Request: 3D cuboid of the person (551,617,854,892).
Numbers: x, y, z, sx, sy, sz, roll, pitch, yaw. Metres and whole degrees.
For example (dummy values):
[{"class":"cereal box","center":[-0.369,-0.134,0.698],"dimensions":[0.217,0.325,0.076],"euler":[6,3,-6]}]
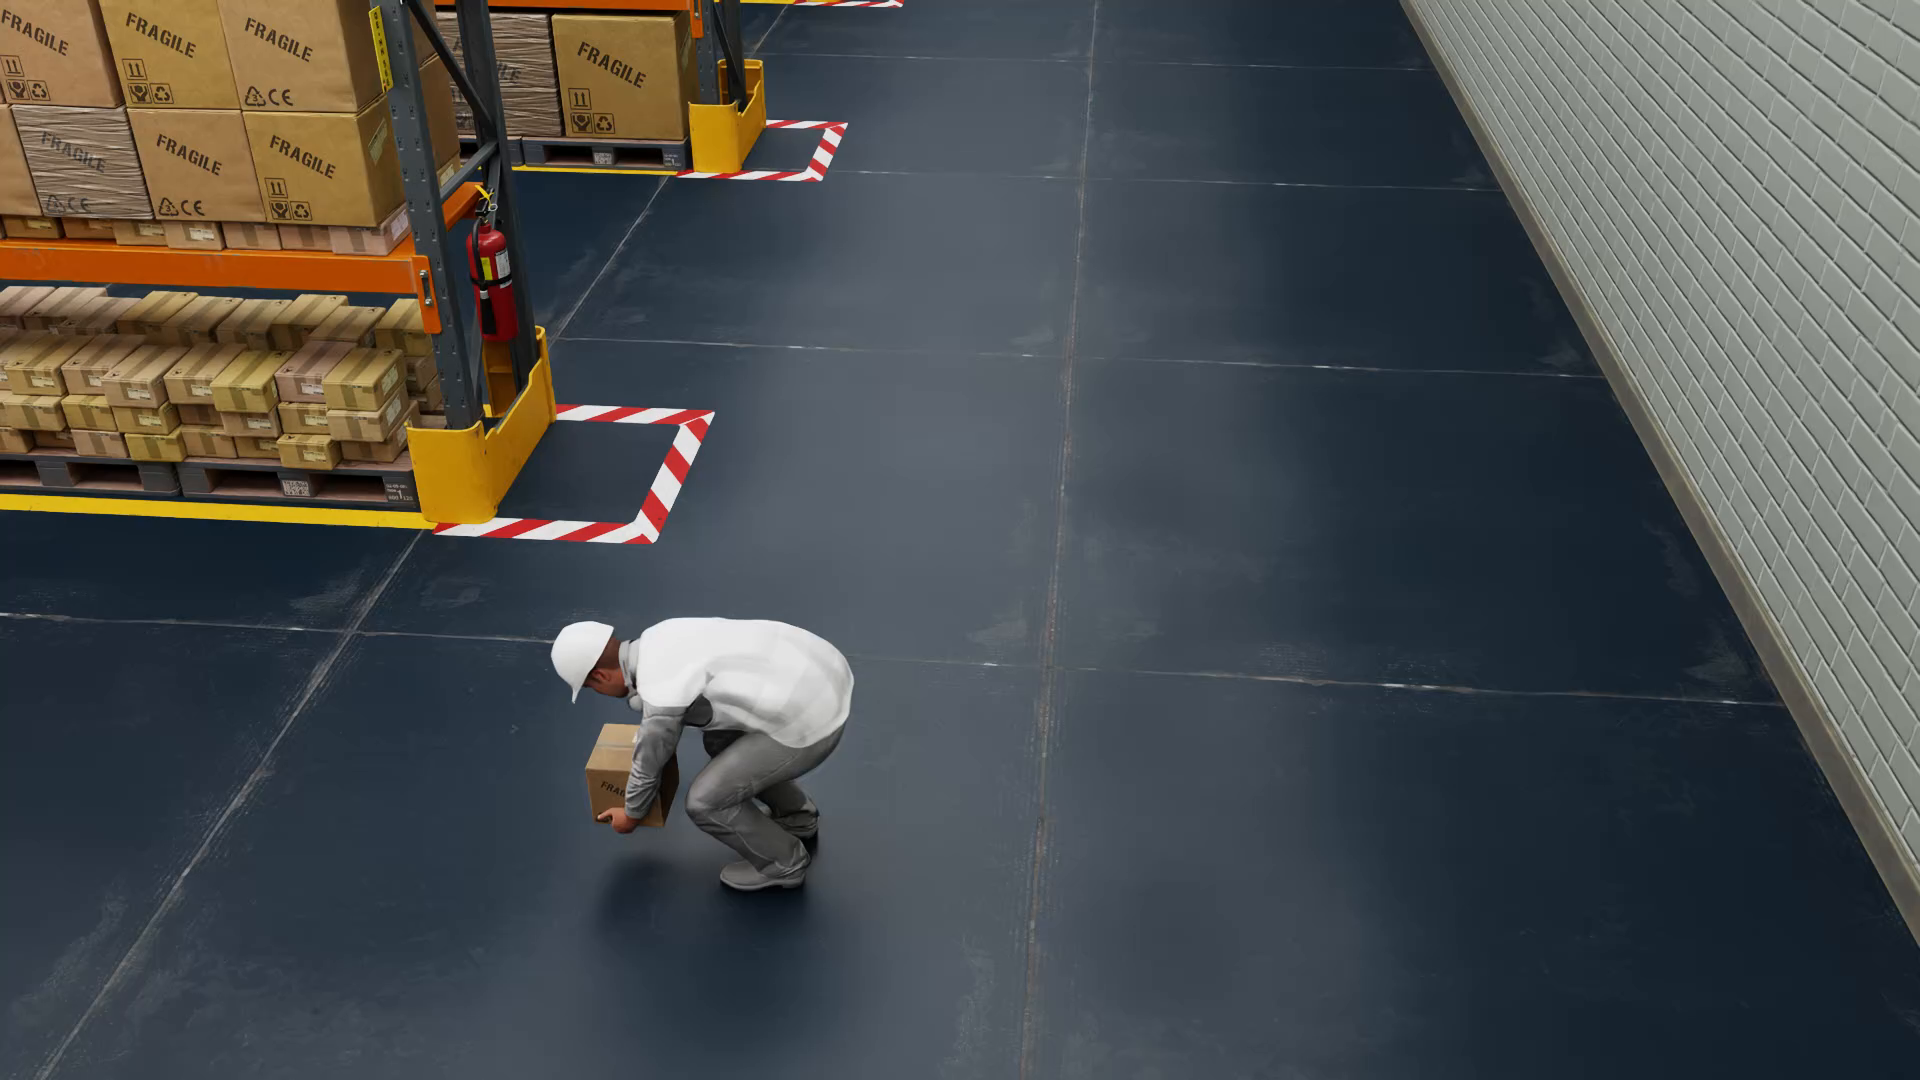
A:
[{"class":"person","center":[-0.857,0.705,5.715],"dimensions":[0.989,0.992,0.519],"euler":[1,32,2]}]
